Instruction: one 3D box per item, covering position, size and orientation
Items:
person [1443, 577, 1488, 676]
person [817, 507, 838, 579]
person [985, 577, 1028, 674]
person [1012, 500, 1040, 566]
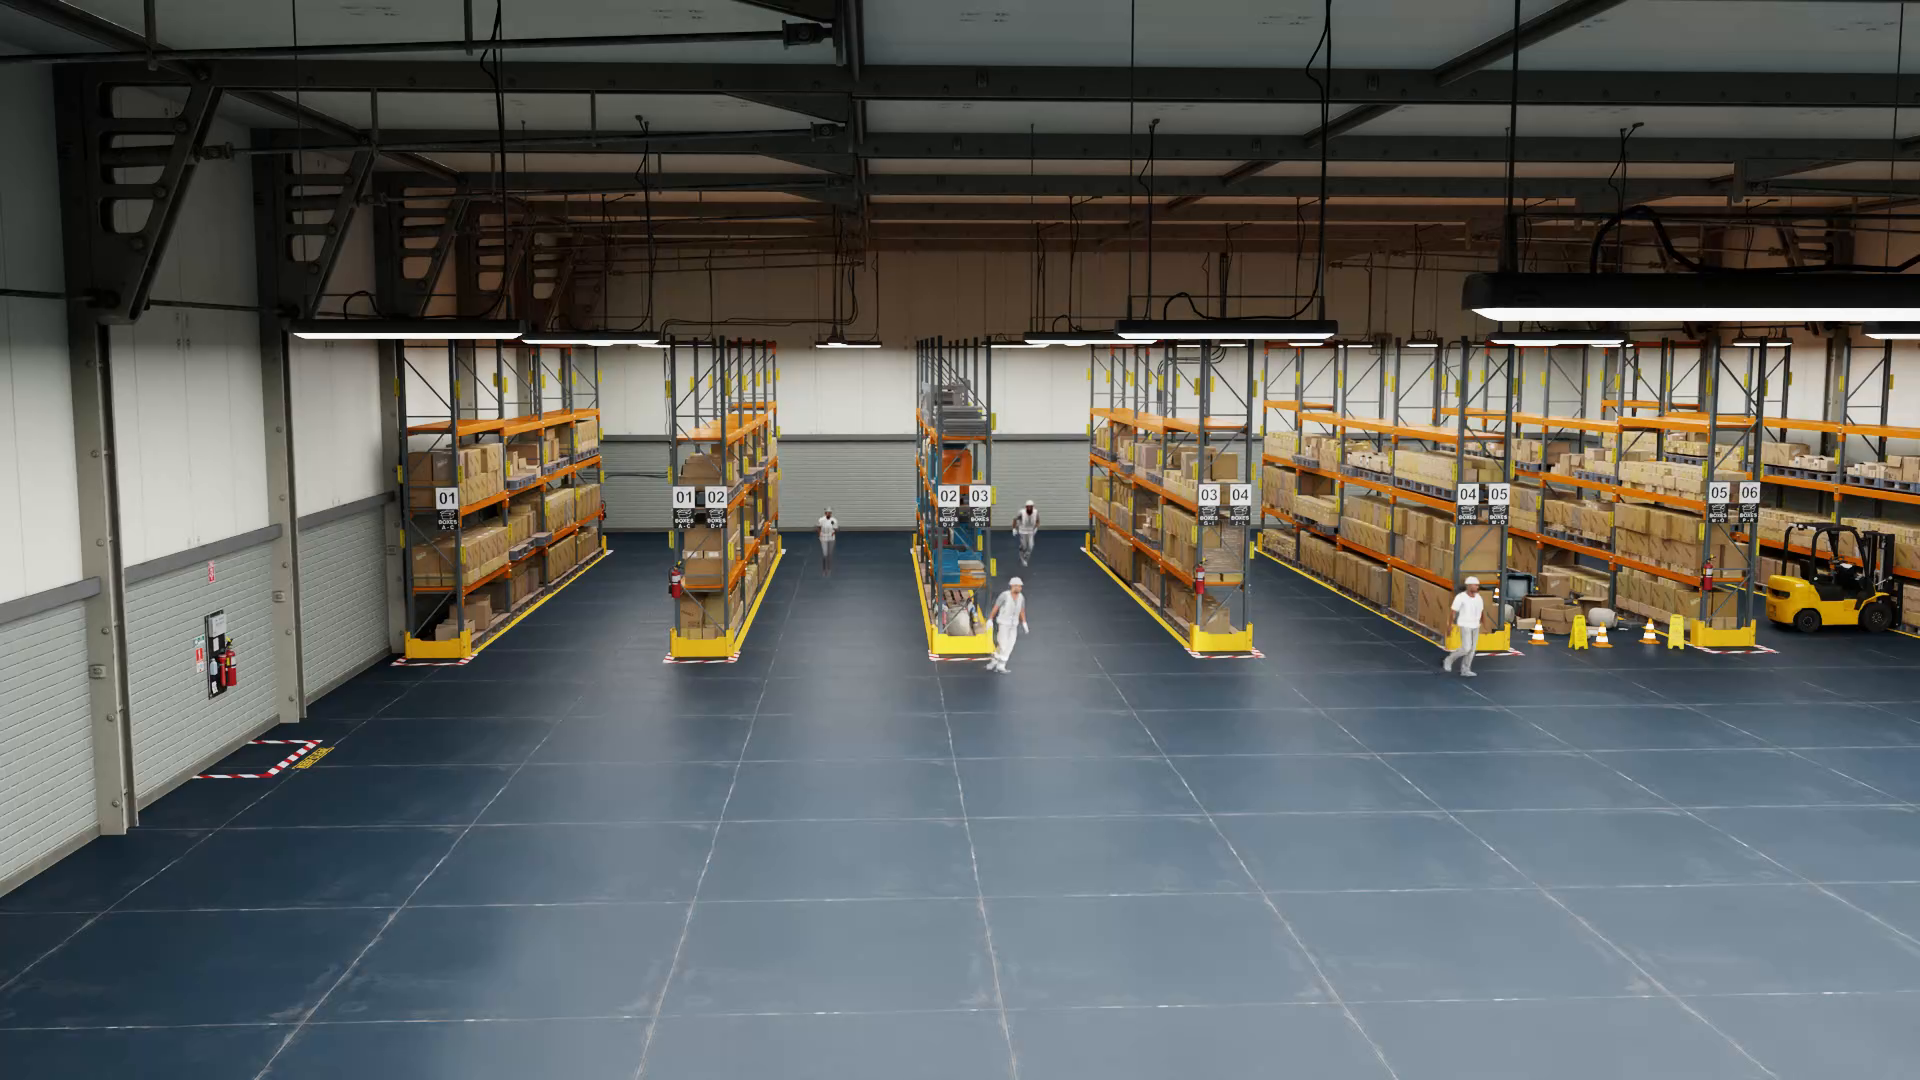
[{"bbox_3d":[8.900,1.521,29.286,0.659,1.754,0.589,-4,8,-31],"label":"person"},{"bbox_3d":[-3.199,0.063,40.329,0.489,1.756,0.768,-2,7,-13],"label":"person"},{"bbox_3d":[0.839,1.517,29.487,0.696,1.745,0.592,-4,8,-34],"label":"person"},{"bbox_3d":[1.687,-0.183,42.157,0.675,1.685,0.717,-2,7,-20],"label":"person"}]
